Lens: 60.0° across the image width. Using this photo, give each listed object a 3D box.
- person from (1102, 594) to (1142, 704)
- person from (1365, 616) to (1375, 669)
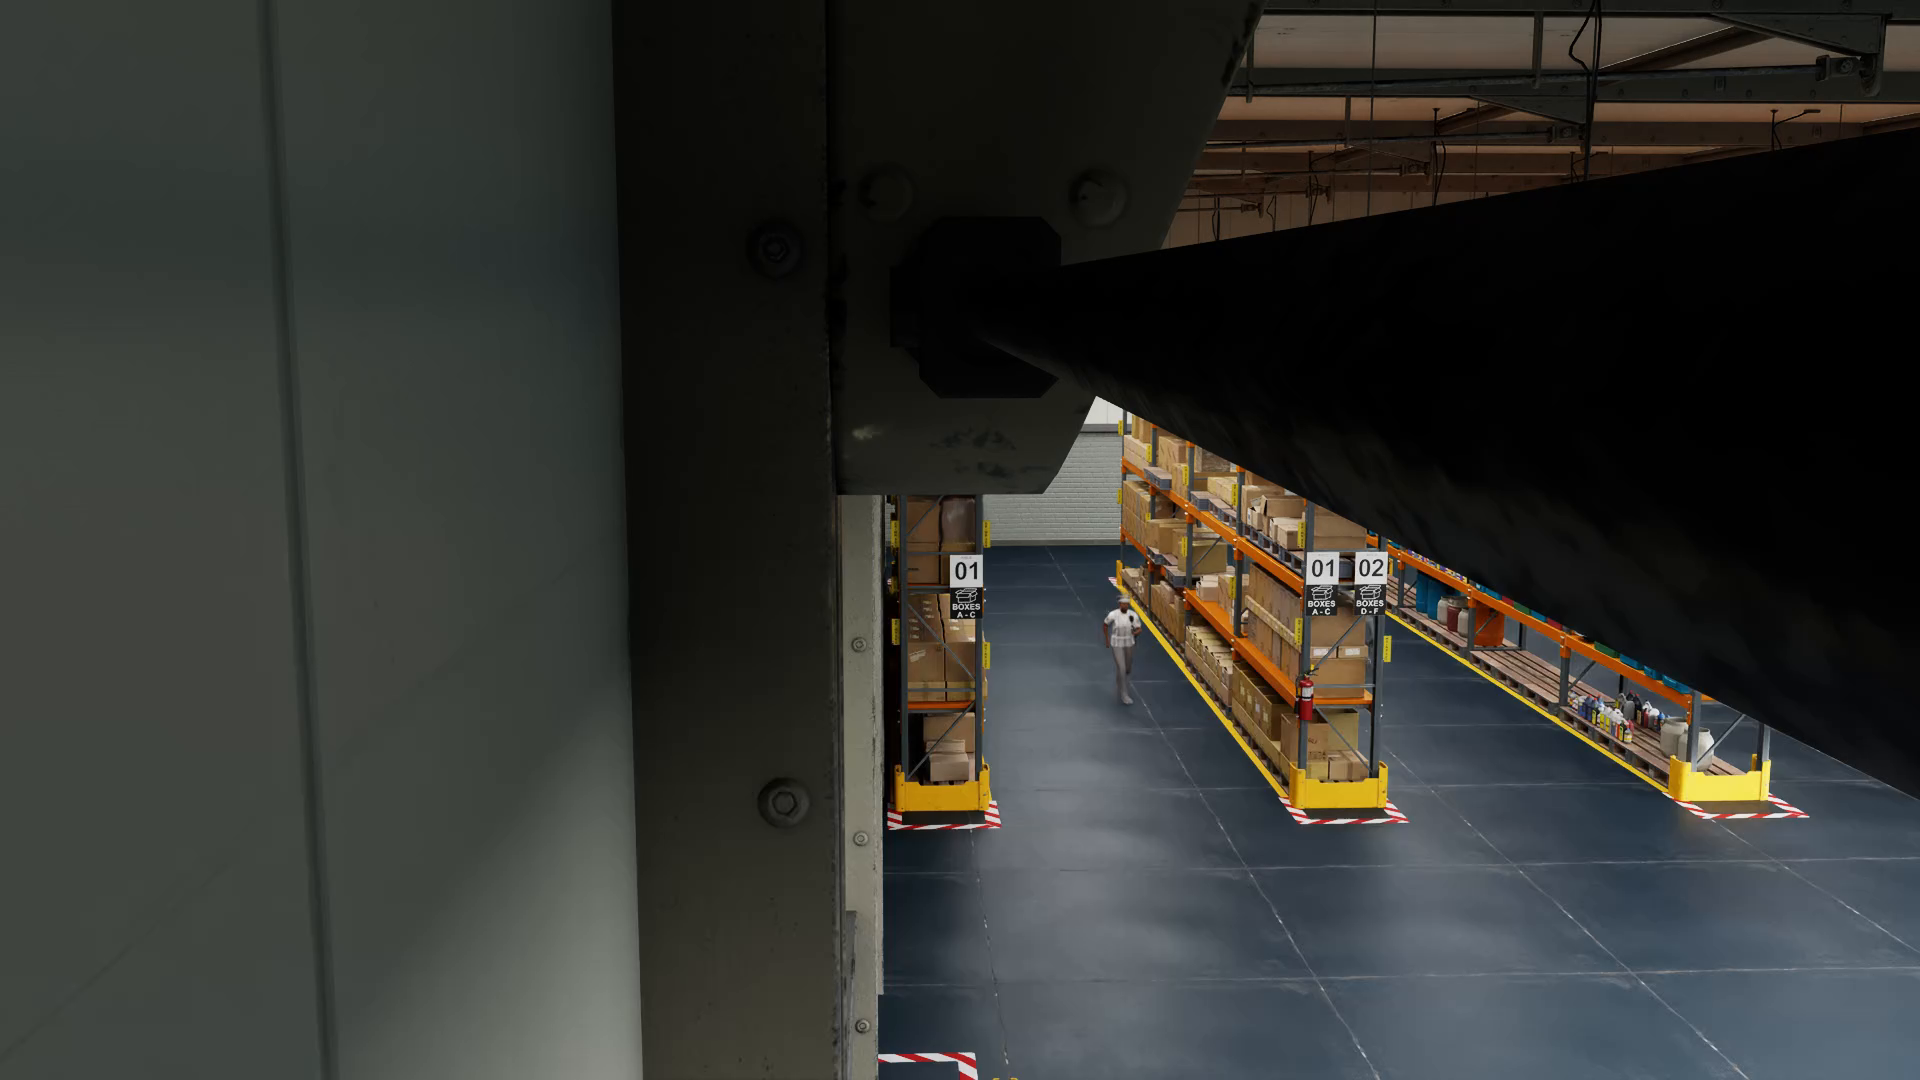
[{"bbox_3d":[2.547,1.654,26.001,0.576,1.678,0.873,-2,9,-11],"label":"person"},{"bbox_3d":[6.907,1.388,28.267,0.525,1.607,0.678,-1,9,-8],"label":"person"}]
